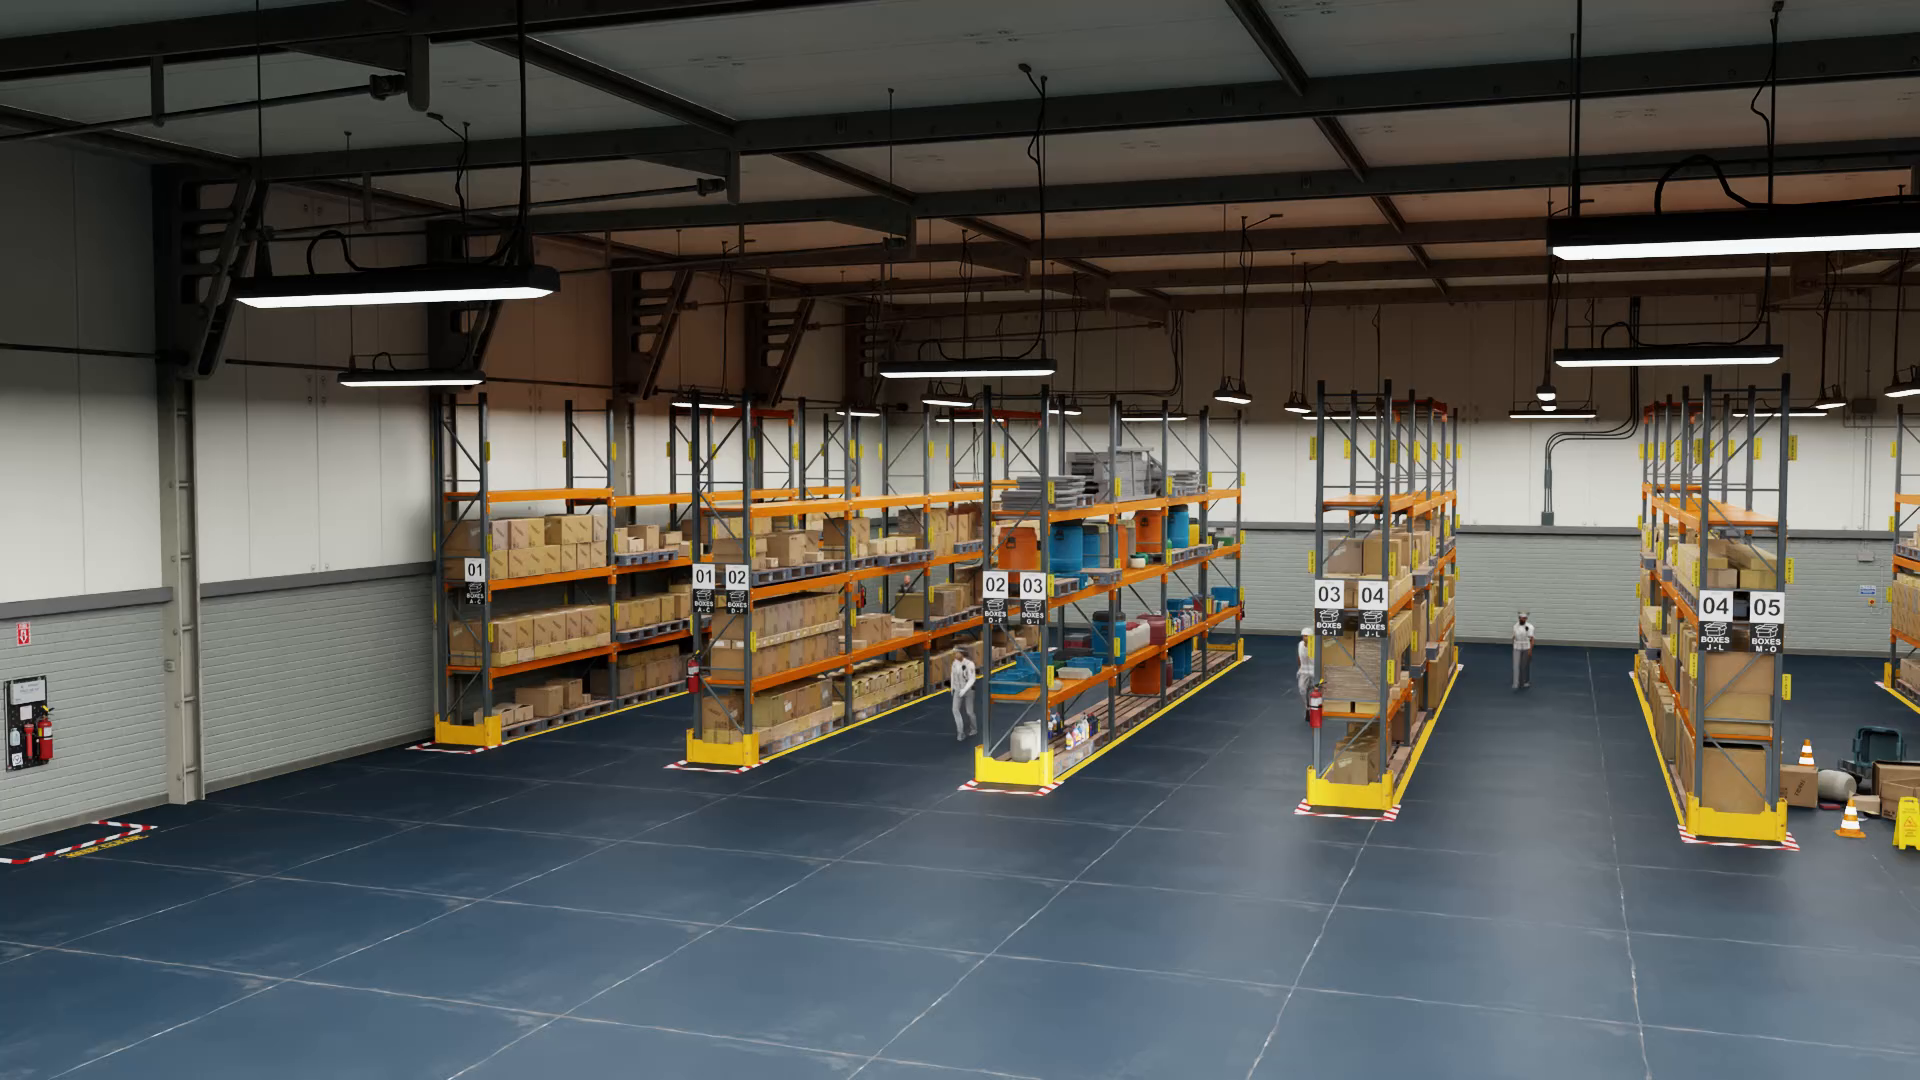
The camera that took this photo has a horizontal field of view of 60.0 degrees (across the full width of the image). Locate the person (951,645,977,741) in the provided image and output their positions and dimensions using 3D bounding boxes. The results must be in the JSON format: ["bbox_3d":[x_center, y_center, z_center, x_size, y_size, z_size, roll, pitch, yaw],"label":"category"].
[{"bbox_3d":[0.061,2.683,29.067,0.574,1.732,0.754,2,3,28],"label":"person"}]

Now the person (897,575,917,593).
[{"bbox_3d":[-1.421,1.821,44.360,0.574,1.566,1.042,0,3,7],"label":"person"}]

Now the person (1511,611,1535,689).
[{"bbox_3d":[11.834,2.302,34.953,0.457,1.637,0.937,1,3,26],"label":"person"}]

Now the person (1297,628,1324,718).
[{"bbox_3d":[6.627,2.489,31.372,0.607,1.696,0.798,2,4,33],"label":"person"}]
